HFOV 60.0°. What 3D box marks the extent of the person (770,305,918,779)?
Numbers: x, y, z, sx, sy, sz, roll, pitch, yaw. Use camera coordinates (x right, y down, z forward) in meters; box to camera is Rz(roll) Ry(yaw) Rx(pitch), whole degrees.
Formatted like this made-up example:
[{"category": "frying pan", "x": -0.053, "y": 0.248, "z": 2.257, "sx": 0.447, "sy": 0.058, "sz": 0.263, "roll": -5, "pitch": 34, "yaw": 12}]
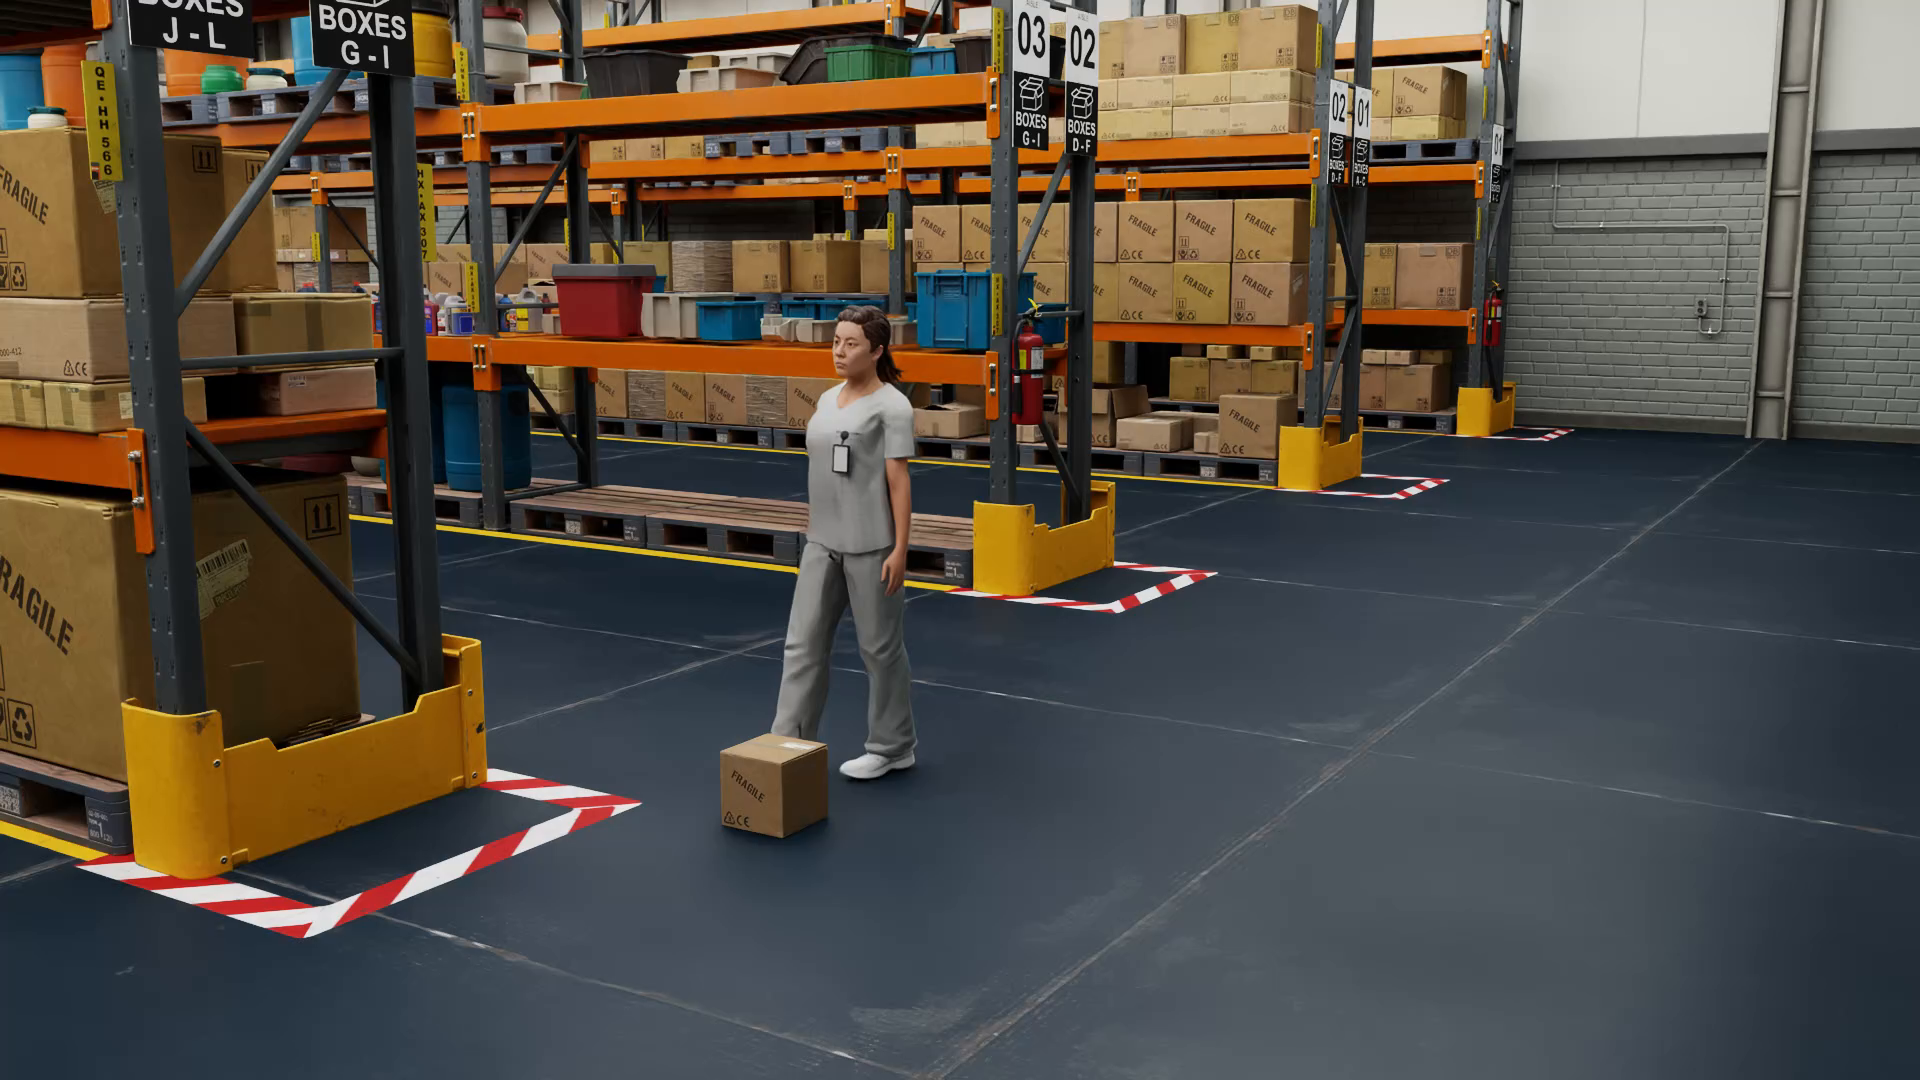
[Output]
[{"category": "person", "x": -0.426, "y": 0.040, "z": 5.646, "sx": 0.453, "sy": 1.657, "sz": 0.716, "roll": 8, "pitch": 12, "yaw": 38}]
